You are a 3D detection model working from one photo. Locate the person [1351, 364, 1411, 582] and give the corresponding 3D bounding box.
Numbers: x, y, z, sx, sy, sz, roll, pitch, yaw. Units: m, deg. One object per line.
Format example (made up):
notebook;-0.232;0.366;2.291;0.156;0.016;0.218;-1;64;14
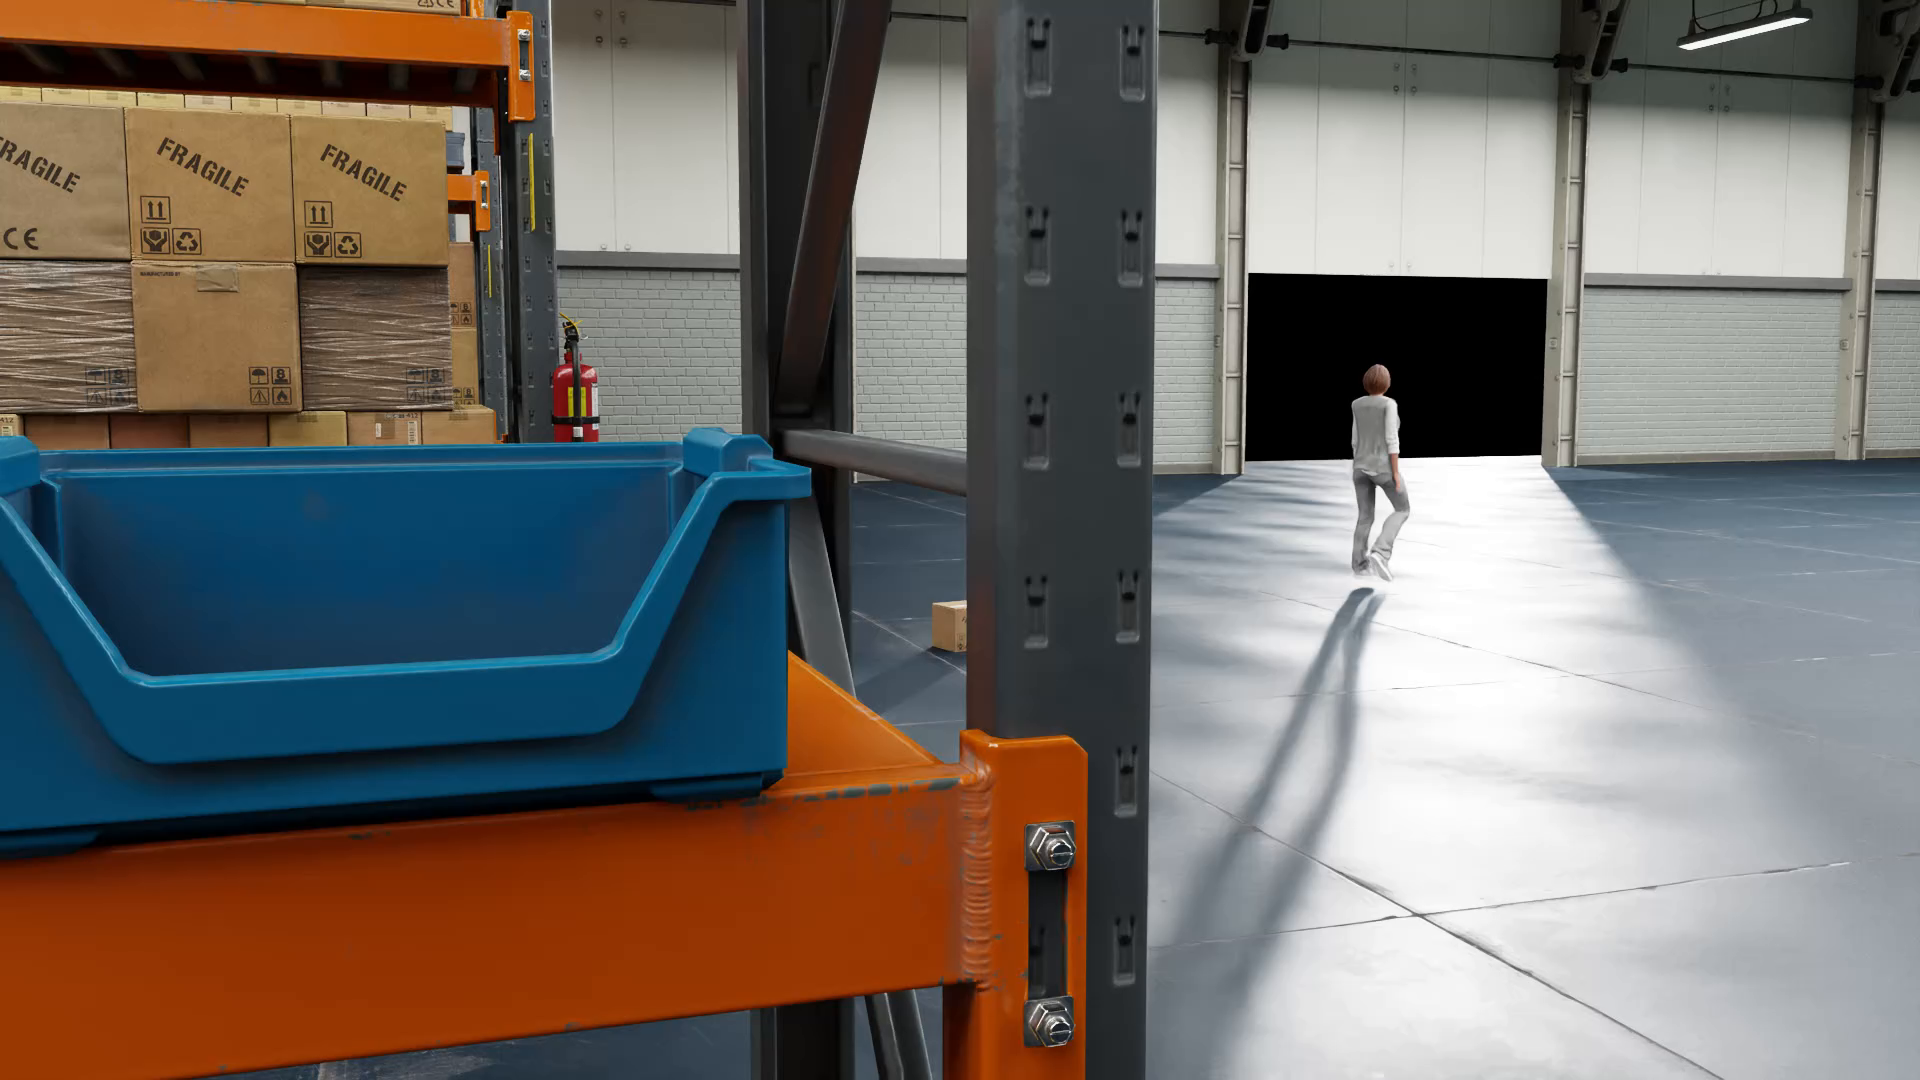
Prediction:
person;3.089;-0.494;12.274;0.434;1.600;0.440;-6;8;-45
